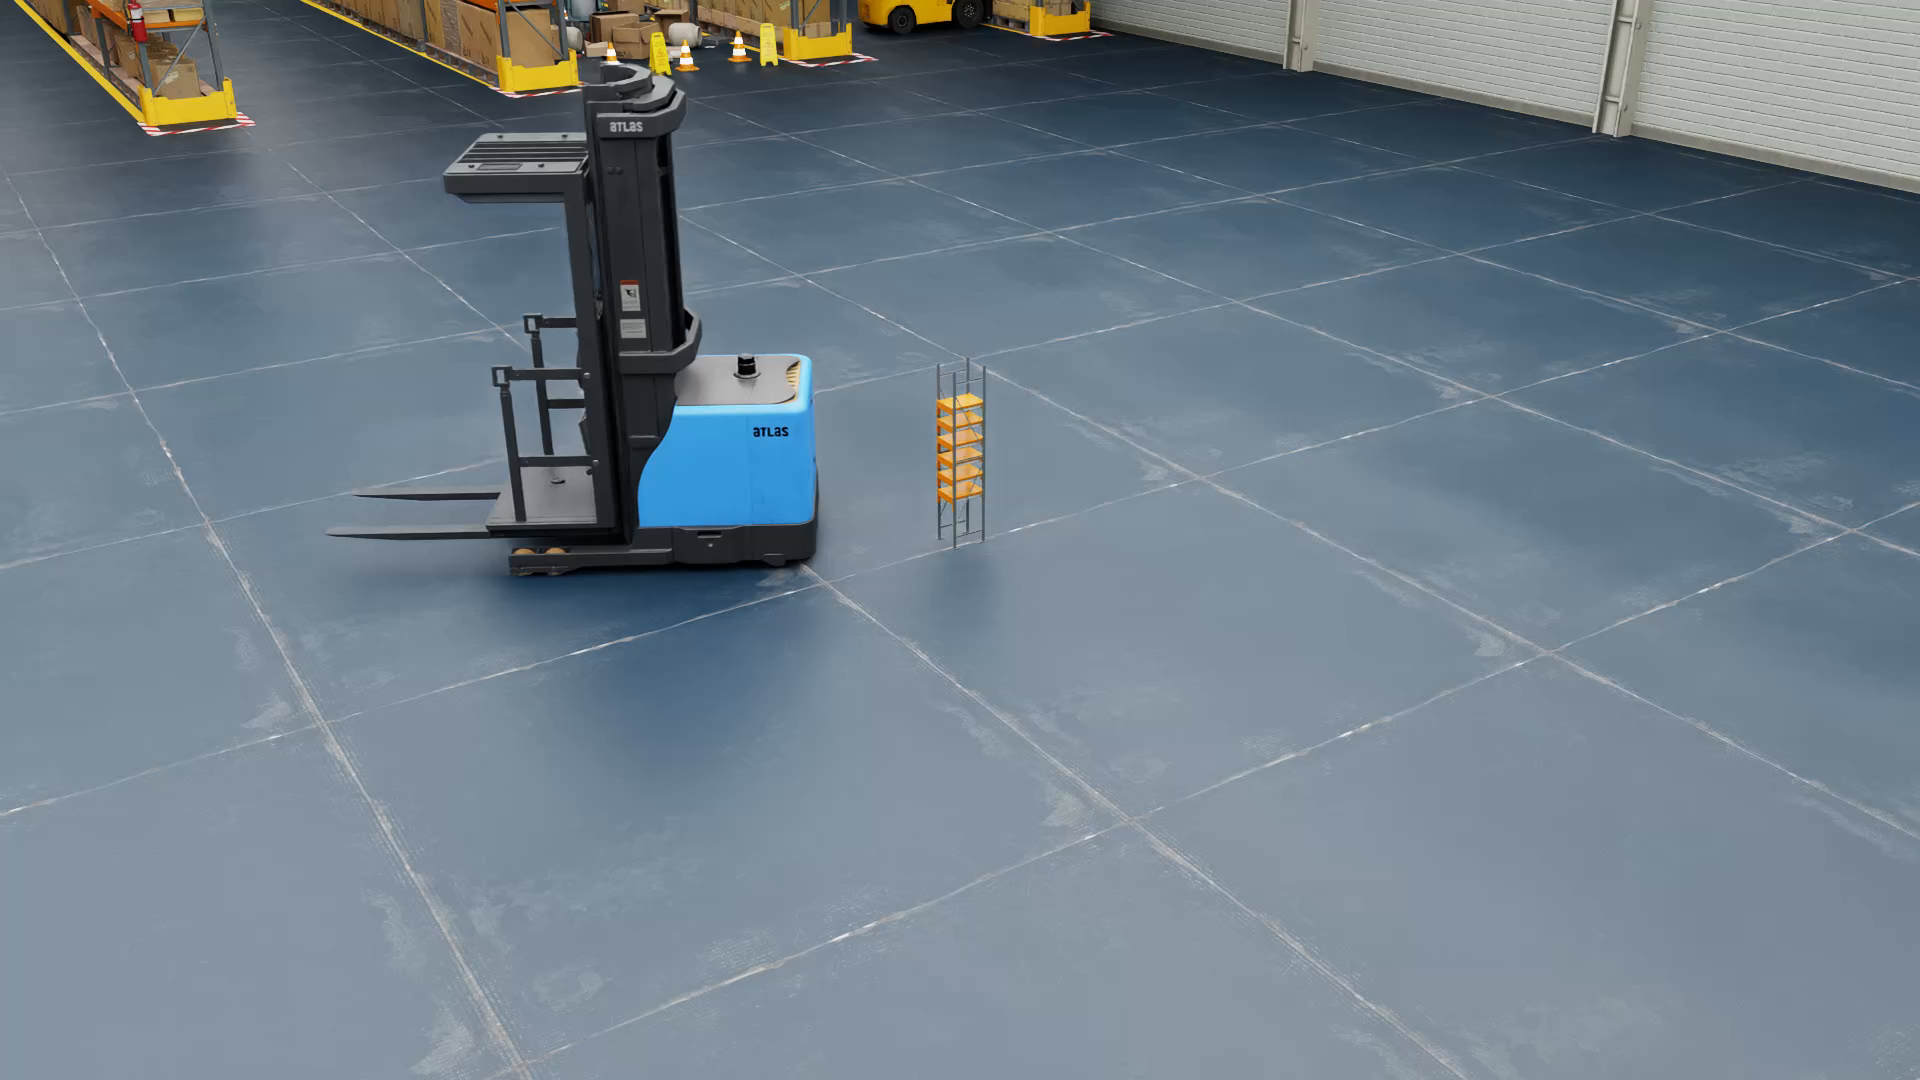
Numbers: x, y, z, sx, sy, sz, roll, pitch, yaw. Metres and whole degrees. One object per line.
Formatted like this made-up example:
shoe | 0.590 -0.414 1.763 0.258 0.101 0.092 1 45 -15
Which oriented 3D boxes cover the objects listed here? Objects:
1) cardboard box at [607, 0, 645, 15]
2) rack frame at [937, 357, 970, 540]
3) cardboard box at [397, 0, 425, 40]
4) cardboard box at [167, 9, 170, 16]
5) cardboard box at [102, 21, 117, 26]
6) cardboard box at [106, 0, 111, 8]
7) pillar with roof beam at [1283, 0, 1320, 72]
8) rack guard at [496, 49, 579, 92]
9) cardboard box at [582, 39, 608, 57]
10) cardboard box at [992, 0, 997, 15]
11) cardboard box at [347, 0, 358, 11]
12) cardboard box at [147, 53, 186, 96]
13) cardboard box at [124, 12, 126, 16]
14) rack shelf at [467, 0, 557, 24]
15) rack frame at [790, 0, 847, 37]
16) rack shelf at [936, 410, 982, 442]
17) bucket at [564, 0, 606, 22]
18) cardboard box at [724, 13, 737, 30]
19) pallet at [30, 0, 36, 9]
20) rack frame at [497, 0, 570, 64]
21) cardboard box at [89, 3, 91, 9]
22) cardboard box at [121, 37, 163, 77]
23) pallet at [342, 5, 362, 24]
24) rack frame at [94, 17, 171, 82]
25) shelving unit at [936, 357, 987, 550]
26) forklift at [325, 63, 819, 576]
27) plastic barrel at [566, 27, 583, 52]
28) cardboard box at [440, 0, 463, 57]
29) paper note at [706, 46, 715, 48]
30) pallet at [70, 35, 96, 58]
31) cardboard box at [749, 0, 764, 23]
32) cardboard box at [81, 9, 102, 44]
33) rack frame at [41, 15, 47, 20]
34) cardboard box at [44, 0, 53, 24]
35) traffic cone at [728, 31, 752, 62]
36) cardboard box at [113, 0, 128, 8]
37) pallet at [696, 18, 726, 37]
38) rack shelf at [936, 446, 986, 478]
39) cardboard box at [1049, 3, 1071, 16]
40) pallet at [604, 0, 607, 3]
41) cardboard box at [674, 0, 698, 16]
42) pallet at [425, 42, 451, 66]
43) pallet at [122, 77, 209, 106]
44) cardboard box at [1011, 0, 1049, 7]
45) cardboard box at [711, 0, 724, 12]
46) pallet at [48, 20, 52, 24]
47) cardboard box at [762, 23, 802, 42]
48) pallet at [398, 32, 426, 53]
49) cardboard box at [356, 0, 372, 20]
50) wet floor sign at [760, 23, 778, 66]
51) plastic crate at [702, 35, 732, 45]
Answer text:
cardboard box | -6.004 -9.702 29.830 0.500 0.500 0.500 -16 29 -30
rack frame | -0.042 -0.570 10.552 0.240 1.200 0.006 -16 29 -30
cardboard box | -9.036 -9.100 28.656 1.050 0.750 0.750 -16 29 -30
cardboard box | -10.849 -7.406 23.220 0.380 0.149 0.250 -16 29 -30
cardboard box | -13.394 -8.075 26.753 0.700 0.500 0.500 -16 29 -30
cardboard box | -12.137 -7.812 24.080 0.380 0.149 0.250 -16 29 -30
pillar with roof beam | 1.855 -10.666 22.803 9.100 9.000 0.400 -16 29 -30
rack guard | -6.425 -7.156 25.324 1.175 0.500 0.348 -16 29 -30
cardboard box | -6.140 -8.304 28.030 0.396 0.266 0.258 -10 27 -21
cardboard box | 0.761 -10.045 31.244 0.500 0.250 0.500 -15 29 -29
cardboard box | -11.383 -10.391 31.683 0.500 0.500 0.500 -16 29 -30
cardboard box | -11.331 -6.668 23.798 0.500 0.500 0.500 -8 26 -16
cardboard box | -11.416 -7.376 23.155 0.380 0.149 0.250 -16 29 -30
rack shelf | -7.530 -8.685 26.477 1.077 0.370 4.000 -16 29 -30
rack frame | -2.346 -9.485 27.329 1.000 3.000 0.127 -16 29 -30
rack shelf | 0.008 -0.714 10.399 0.258 0.103 0.180 -16 29 -30
bucket | -6.616 -9.422 29.249 0.726 0.611 0.620 -6 16 -12
cardboard box | -3.841 -9.211 29.477 0.500 0.250 0.500 -16 30 -30
pallet | -18.219 -10.934 33.664 1.003 0.211 1.213 -16 29 -30
rack frame | -6.438 -8.295 24.809 1.000 3.000 0.127 -16 29 -30
cardboard box | -14.327 -9.025 27.888 0.500 0.250 0.500 -12 28 -24
cardboard box | -12.329 -7.310 25.158 0.500 0.500 0.500 -6 26 -13
pallet | -11.230 -10.176 32.058 1.003 0.211 1.213 -16 29 -30
rack frame | -12.832 -8.606 25.467 1.000 3.000 0.127 -16 29 -30
shelving unit | 0.008 -0.537 10.483 0.258 1.200 0.189 -16 29 -30
forklift | -2.440 -1.334 10.142 3.031 2.935 1.130 -1 25 -3
plastic barrel | -6.717 -8.513 28.287 0.512 0.421 0.421 3 25 6
cardboard box | -7.842 -8.392 27.011 0.875 0.875 0.875 -15 29 -29
paper note | -4.339 -8.561 28.850 0.148 0.019 0.142 18 31 33
pallet | -14.591 -8.496 28.500 1.003 0.211 1.213 -16 29 -30
cardboard box | -3.289 -9.182 28.538 0.500 0.500 0.500 -14 29 -28
cardboard box | -14.320 -8.675 28.026 0.700 0.500 0.500 -18 31 -34
rack frame | -17.200 -11.468 31.529 1.000 3.000 0.127 -16 29 -30
cardboard box | -15.855 -9.838 30.074 1.225 0.875 0.875 -15 29 -29
traffic cone | -3.661 -8.191 27.559 0.336 0.463 0.334 -16 29 -30
cardboard box | -11.300 -7.709 23.102 0.875 0.500 0.500 -16 29 -30
pallet | -4.133 -9.423 30.463 1.003 0.211 1.213 -16 29 -30
rack shelf | 0.008 -0.497 10.502 0.258 0.103 0.180 -16 29 -30
cardboard box | 1.707 -9.811 30.748 0.500 0.250 0.500 -15 29 -29
pallet | -7.080 -11.385 34.620 1.003 0.211 1.213 -16 29 -30
cardboard box | -4.818 -10.104 31.227 0.950 0.372 0.625 -15 29 -29
pallet | -8.272 -8.175 27.820 1.003 0.211 1.213 -16 29 -30
pallet | -11.766 -6.677 24.646 1.003 0.211 1.213 -16 29 -30
cardboard box | 1.283 -9.917 30.387 0.500 0.250 0.500 -16 30 -30
cardboard box | -4.131 -9.739 29.717 0.500 0.500 0.500 -14 29 -28
pallet | -16.715 -9.948 31.576 1.003 0.211 1.213 -16 29 -30
cardboard box | -3.026 -8.667 28.324 0.500 0.250 0.500 -16 29 -30
pallet | -9.106 -8.724 28.982 1.003 0.211 1.213 -16 29 -30
cardboard box | -10.548 -10.091 30.755 1.050 0.750 0.750 -16 30 -30
wet floor sign | -3.138 -8.103 27.159 0.267 0.644 0.232 -6 26 -12
plastic crate | -4.359 -8.843 29.388 0.583 0.080 0.402 18 31 33
